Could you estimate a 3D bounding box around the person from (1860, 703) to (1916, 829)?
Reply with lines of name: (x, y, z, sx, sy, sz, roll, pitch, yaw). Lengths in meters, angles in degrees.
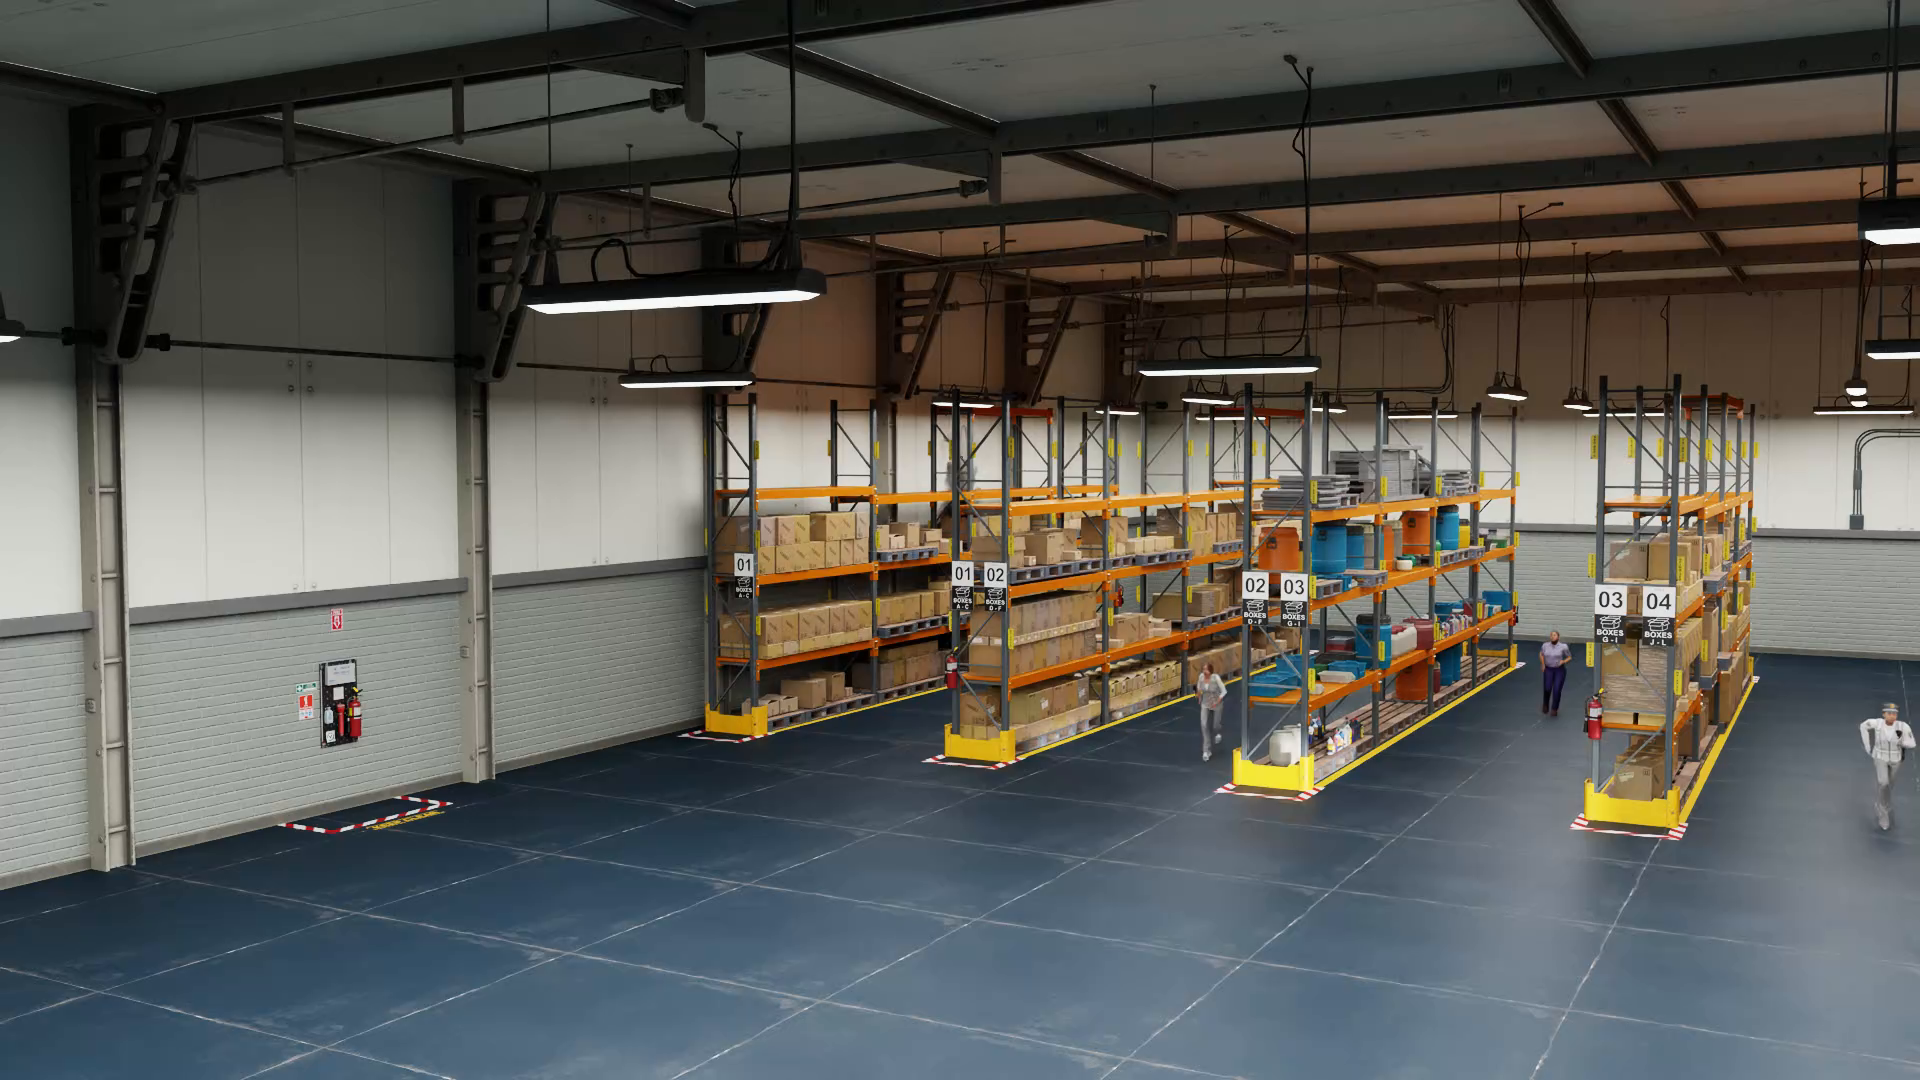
person: (12.401, 2.980, 22.257, 0.605, 1.673, 0.907, 1, 3, 17)

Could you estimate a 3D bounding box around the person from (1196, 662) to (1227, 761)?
person: (4.116, 2.755, 27.182, 0.537, 1.578, 0.973, 1, 3, 24)

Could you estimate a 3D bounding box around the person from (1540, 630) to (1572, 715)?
person: (11.179, 2.503, 31.269, 0.586, 1.613, 0.583, 1, 3, 26)
